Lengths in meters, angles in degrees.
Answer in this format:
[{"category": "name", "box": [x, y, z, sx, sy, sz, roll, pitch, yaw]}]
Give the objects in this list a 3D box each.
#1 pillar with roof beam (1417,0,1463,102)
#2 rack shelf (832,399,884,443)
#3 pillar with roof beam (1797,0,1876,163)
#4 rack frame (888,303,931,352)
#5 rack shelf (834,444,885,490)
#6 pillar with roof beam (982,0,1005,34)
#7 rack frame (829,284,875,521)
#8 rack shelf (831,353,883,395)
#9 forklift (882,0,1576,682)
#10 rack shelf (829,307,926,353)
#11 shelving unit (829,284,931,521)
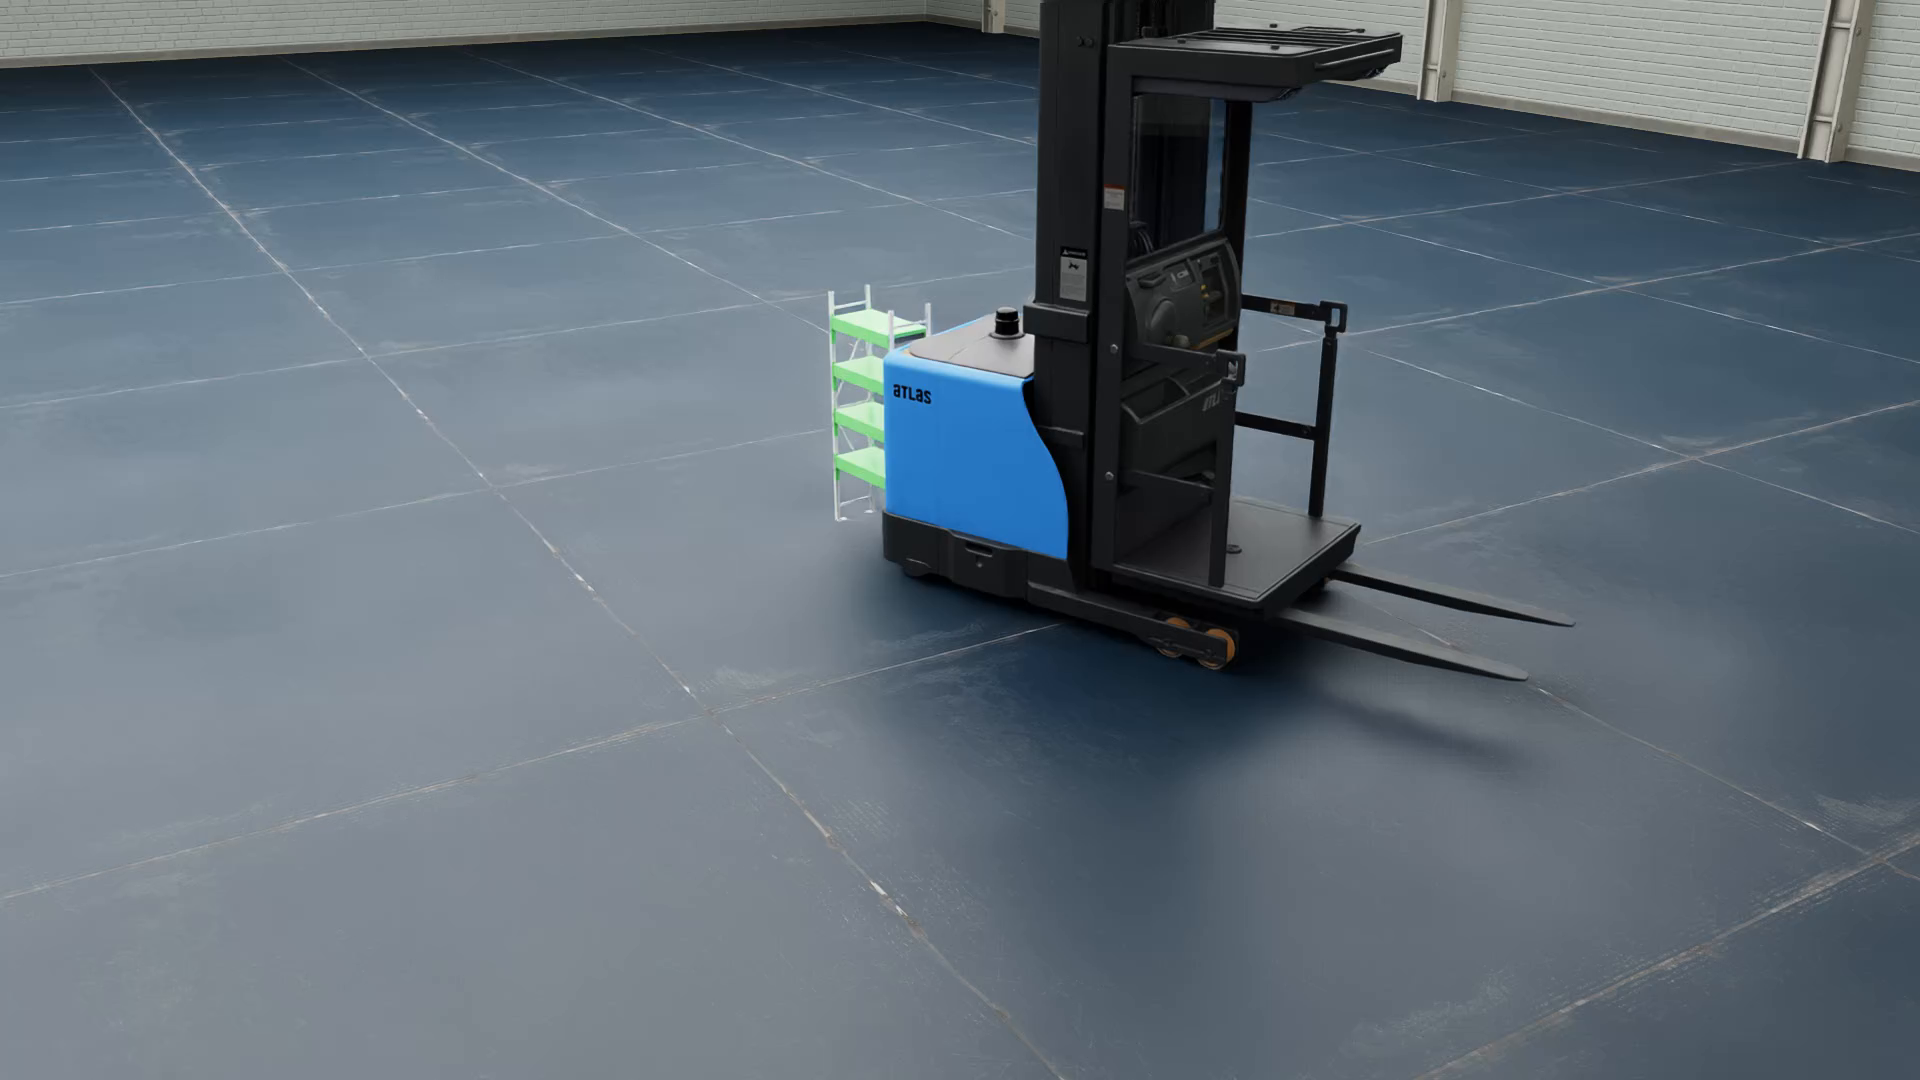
[{"category": "pillar with roof beam", "box": [3.095, -9.646, 20.093, 9.100, 9.000, 0.400, -13, 25, -28]}, {"category": "rack shelf", "box": [-0.390, -0.550, 8.242, 0.258, 0.148, 0.480, -17, 28, -35]}, {"category": "pillar with roof beam", "box": [6.159, -7.704, 15.315, 9.100, 9.000, 0.400, -13, 25, -28]}, {"category": "rack frame", "box": [-0.237, -0.538, 8.042, 0.240, 1.200, 0.015, -17, 28, -35]}, {"category": "rack shelf", "box": [-0.390, -0.328, 8.332, 0.258, 0.148, 0.480, -17, 28, -35]}, {"category": "pillar with roof beam", "box": [-3.035, -13.531, 29.650, 9.100, 9.000, 0.400, -13, 25, -28]}, {"category": "rack frame", "box": [-0.543, -0.681, 8.394, 0.240, 1.200, 0.015, -17, 28, -35]}, {"category": "rack shelf", "box": [-0.390, -0.773, 8.152, 0.258, 0.148, 0.480, -17, 28, -35]}, {"category": "forklift", "box": [1.129, -1.042, 6.984, 3.031, 2.935, 1.130, 15, 26, 32]}, {"category": "rack shelf", "box": [-0.390, -0.995, 8.061, 0.258, 0.148, 0.480, -17, 28, -35]}, {"category": "shelving unit", "box": [-0.390, -0.610, 8.218, 0.258, 1.200, 0.503, -17, 28, -35]}]
